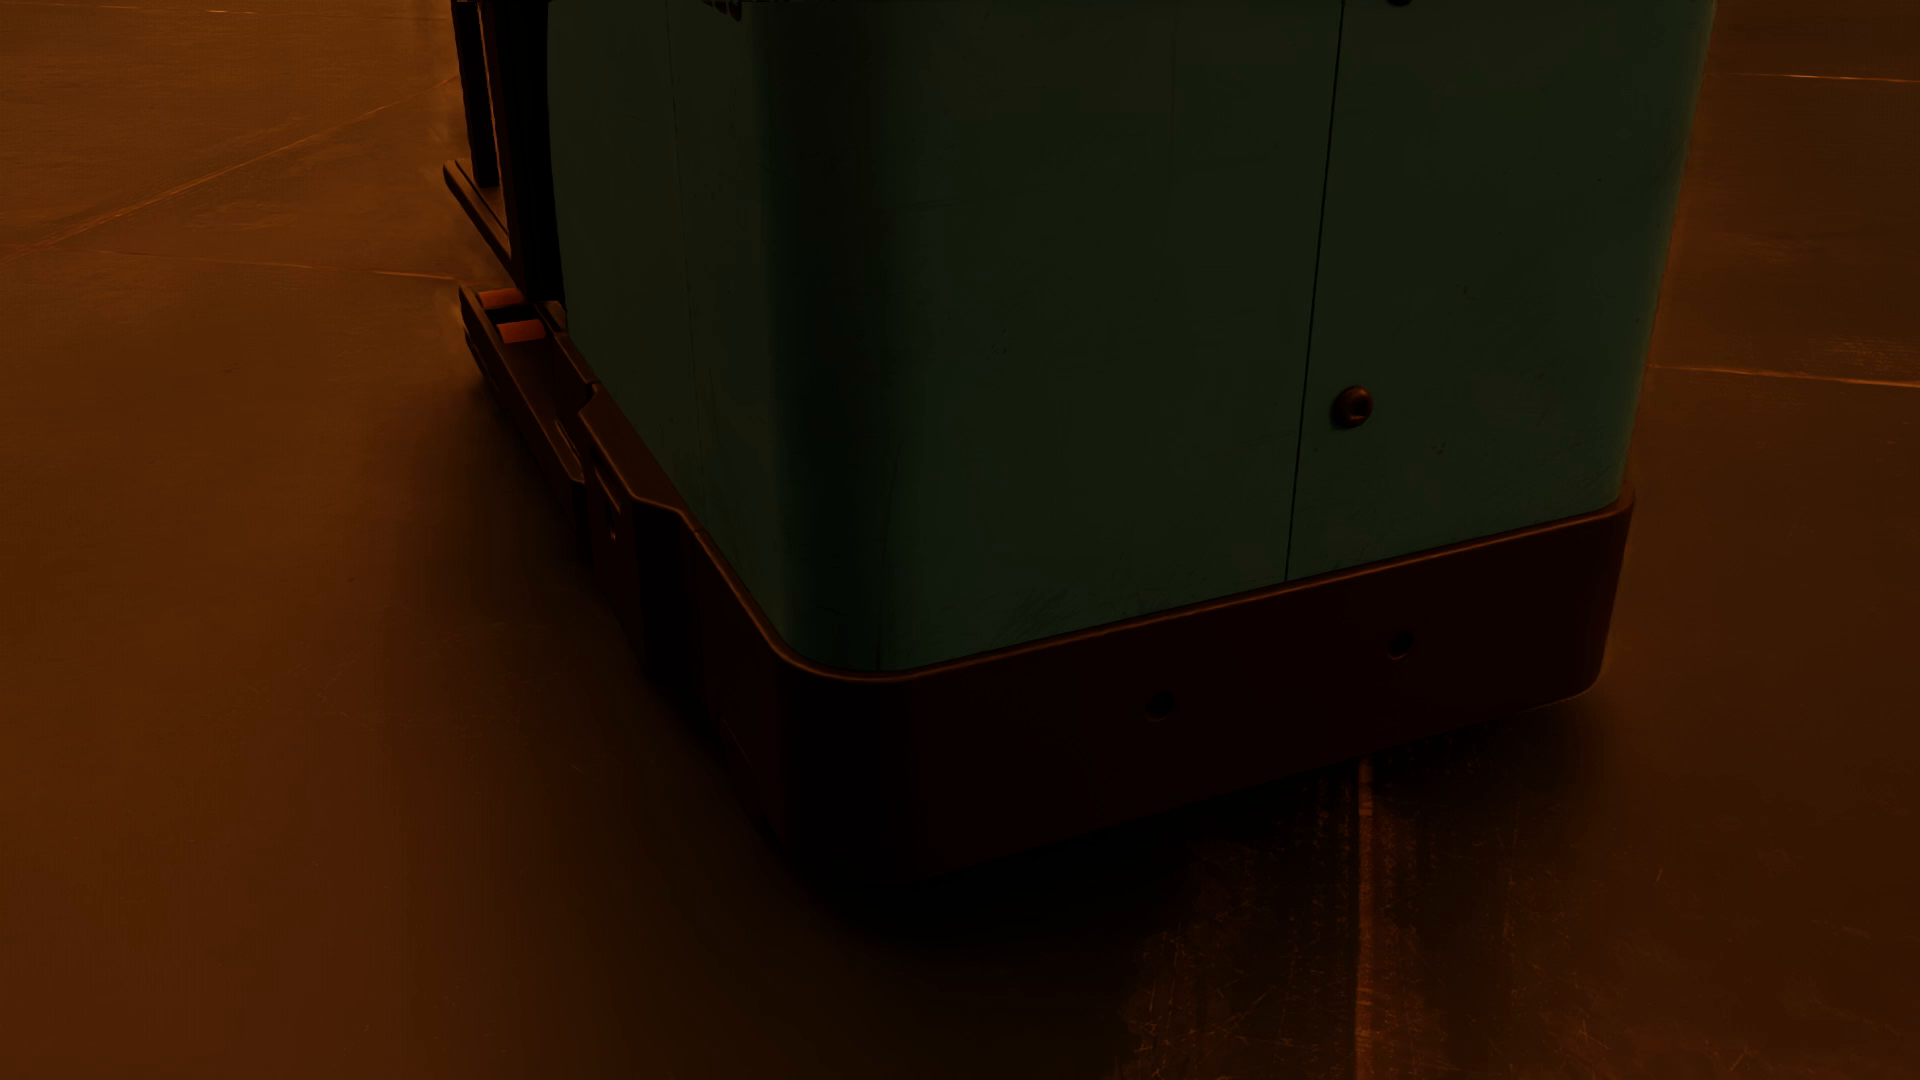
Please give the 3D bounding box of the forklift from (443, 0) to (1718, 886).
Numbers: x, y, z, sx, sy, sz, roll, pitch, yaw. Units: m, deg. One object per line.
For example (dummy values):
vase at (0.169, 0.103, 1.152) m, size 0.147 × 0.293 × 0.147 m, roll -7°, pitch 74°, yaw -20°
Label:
forklift at (-0.279, -1.602, 2.422) m, size 1.130 × 2.935 × 3.031 m, roll -11°, pitch 29°, yaw -21°
